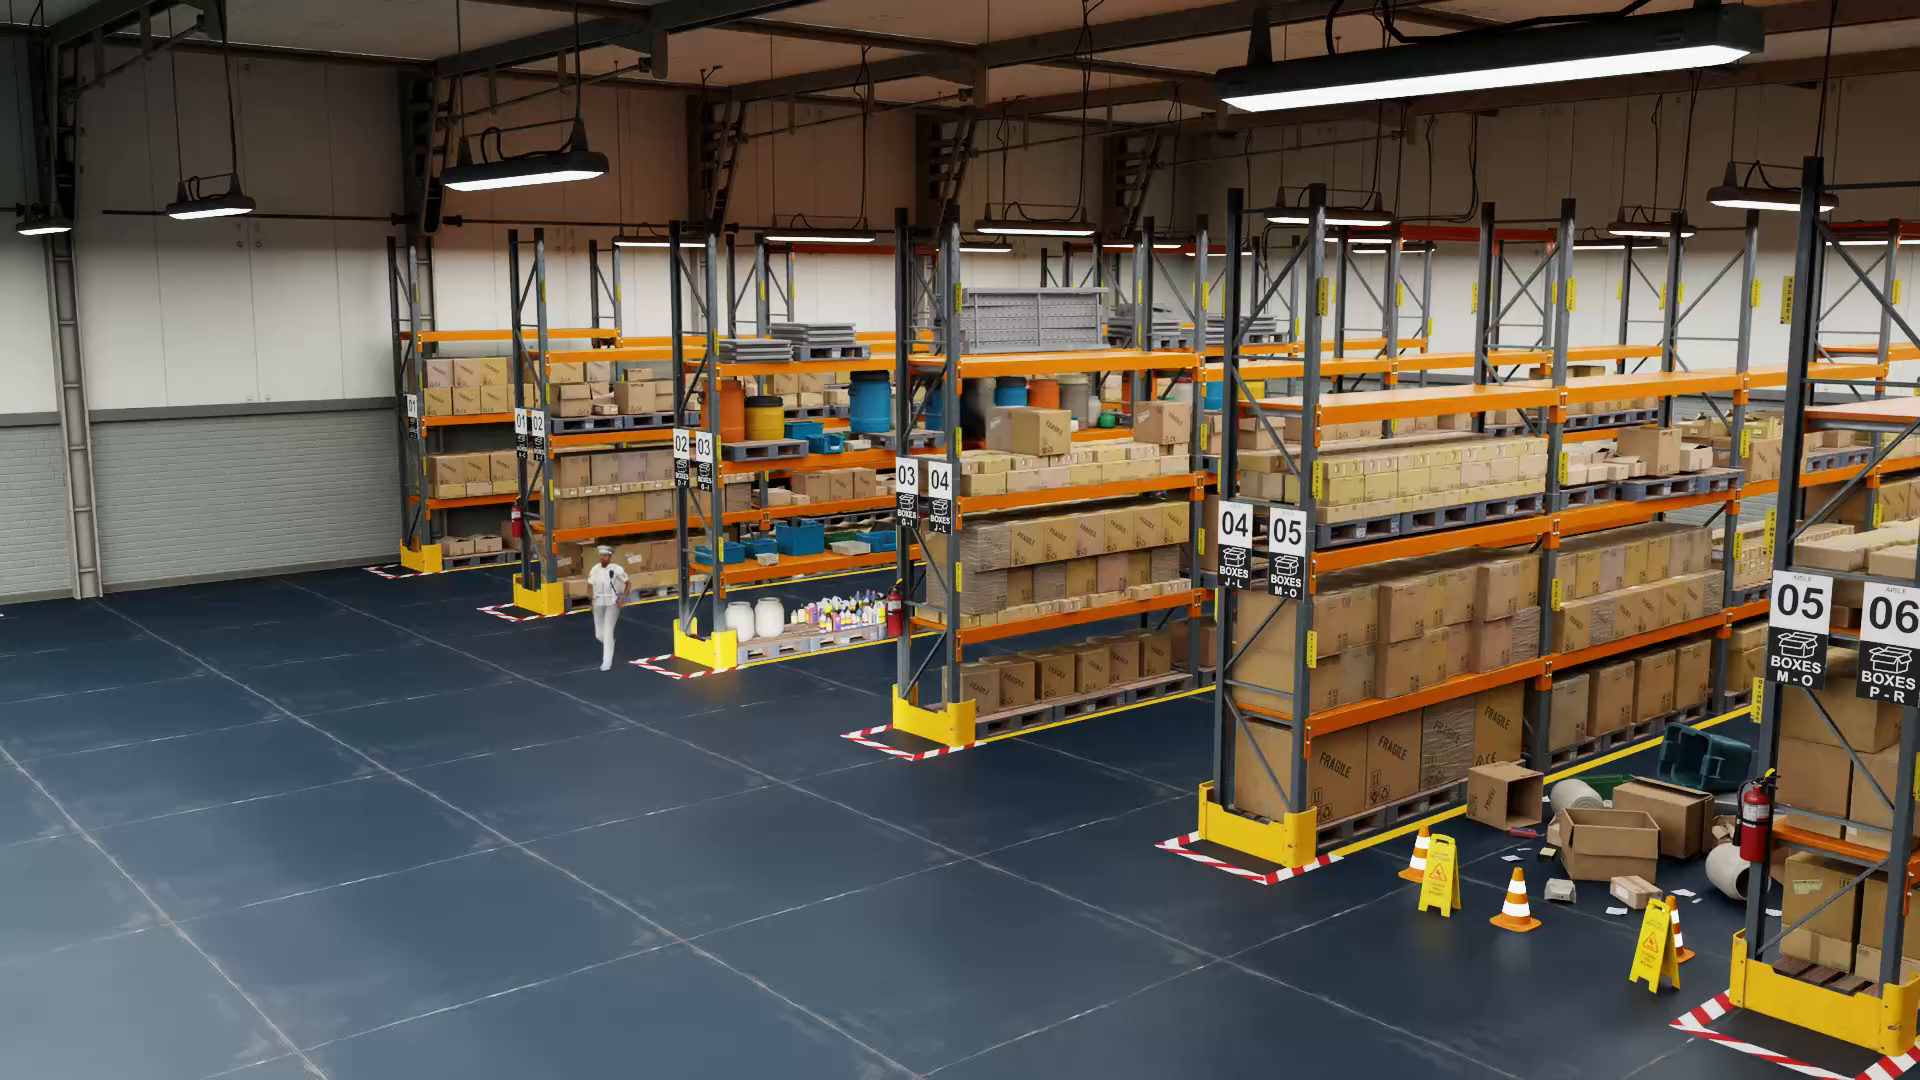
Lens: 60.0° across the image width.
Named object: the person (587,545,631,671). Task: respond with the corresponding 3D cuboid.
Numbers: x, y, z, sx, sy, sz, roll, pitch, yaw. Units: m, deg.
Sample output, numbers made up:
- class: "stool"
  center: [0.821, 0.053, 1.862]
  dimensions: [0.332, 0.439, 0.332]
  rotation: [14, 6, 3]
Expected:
- class: "person"
  center: [-4.773, 0.882, 22.629]
  dimensions: [0.602, 1.689, 0.691]
  rotation: [1, 9, 7]
